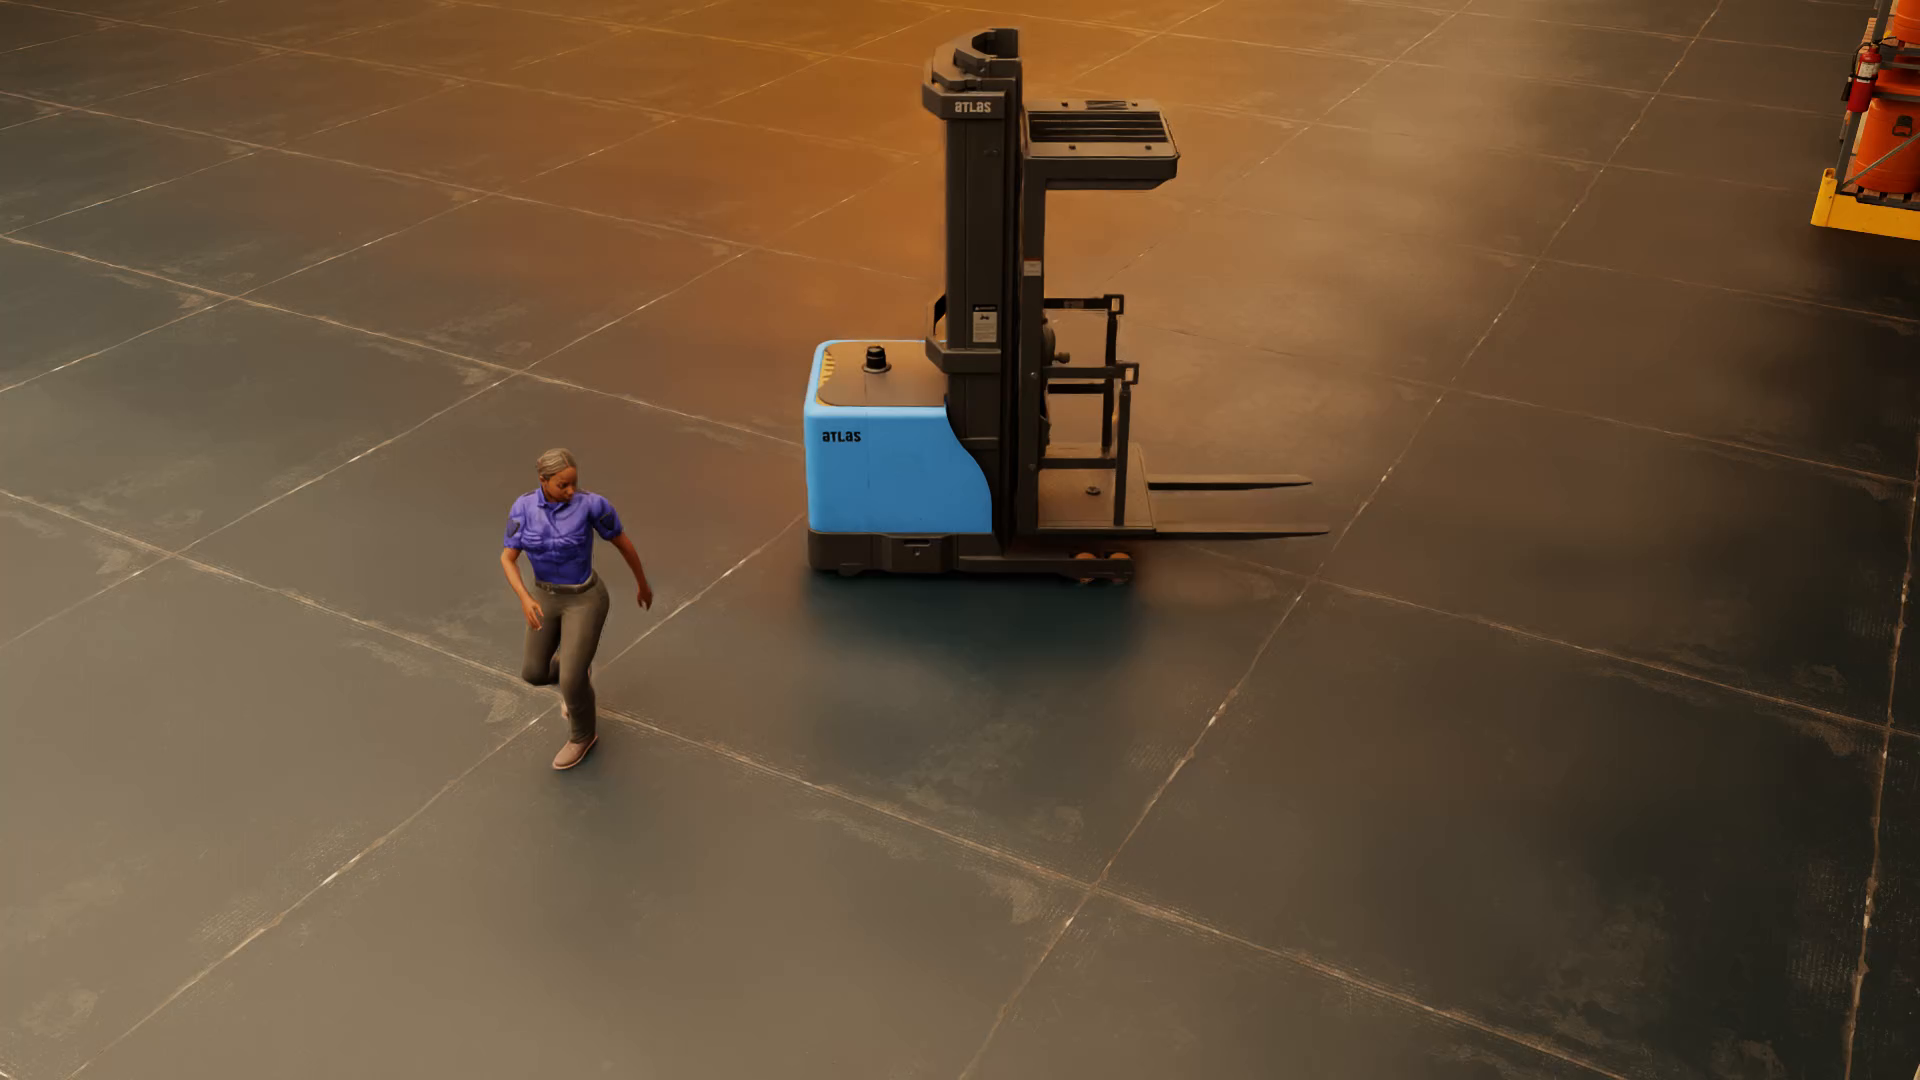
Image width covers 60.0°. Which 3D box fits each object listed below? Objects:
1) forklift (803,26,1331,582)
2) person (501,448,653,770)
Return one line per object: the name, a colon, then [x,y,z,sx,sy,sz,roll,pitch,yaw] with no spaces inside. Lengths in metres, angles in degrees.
forklift: [0.637,-1.294,9.313,3.031,2.935,1.130,0,30,0]
person: [-1.836,0.301,7.893,0.600,1.603,0.603,9,31,15]
